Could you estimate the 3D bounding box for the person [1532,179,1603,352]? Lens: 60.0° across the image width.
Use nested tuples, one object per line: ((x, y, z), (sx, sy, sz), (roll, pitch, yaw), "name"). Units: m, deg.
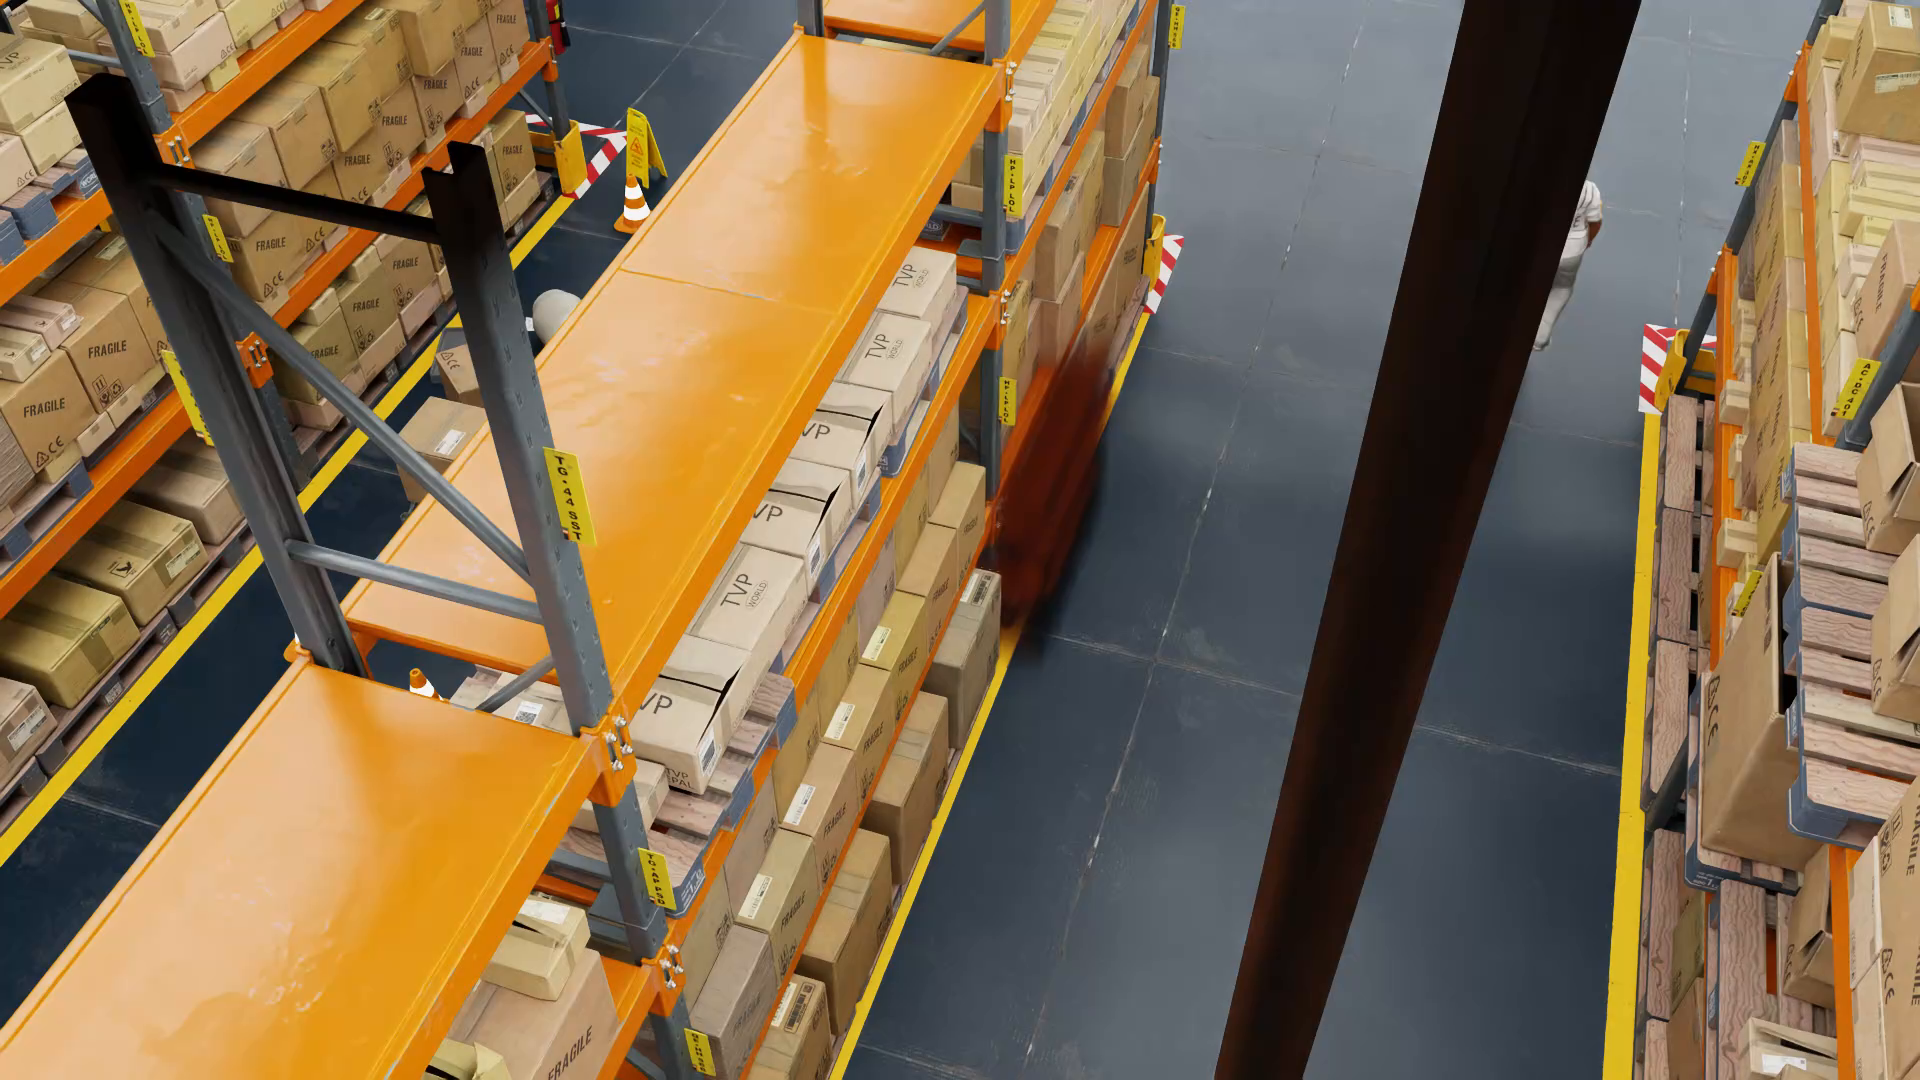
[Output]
((4.209, -2.137, 11.787), (0.560, 1.557, 0.774), (11, 47, 11), "person")
